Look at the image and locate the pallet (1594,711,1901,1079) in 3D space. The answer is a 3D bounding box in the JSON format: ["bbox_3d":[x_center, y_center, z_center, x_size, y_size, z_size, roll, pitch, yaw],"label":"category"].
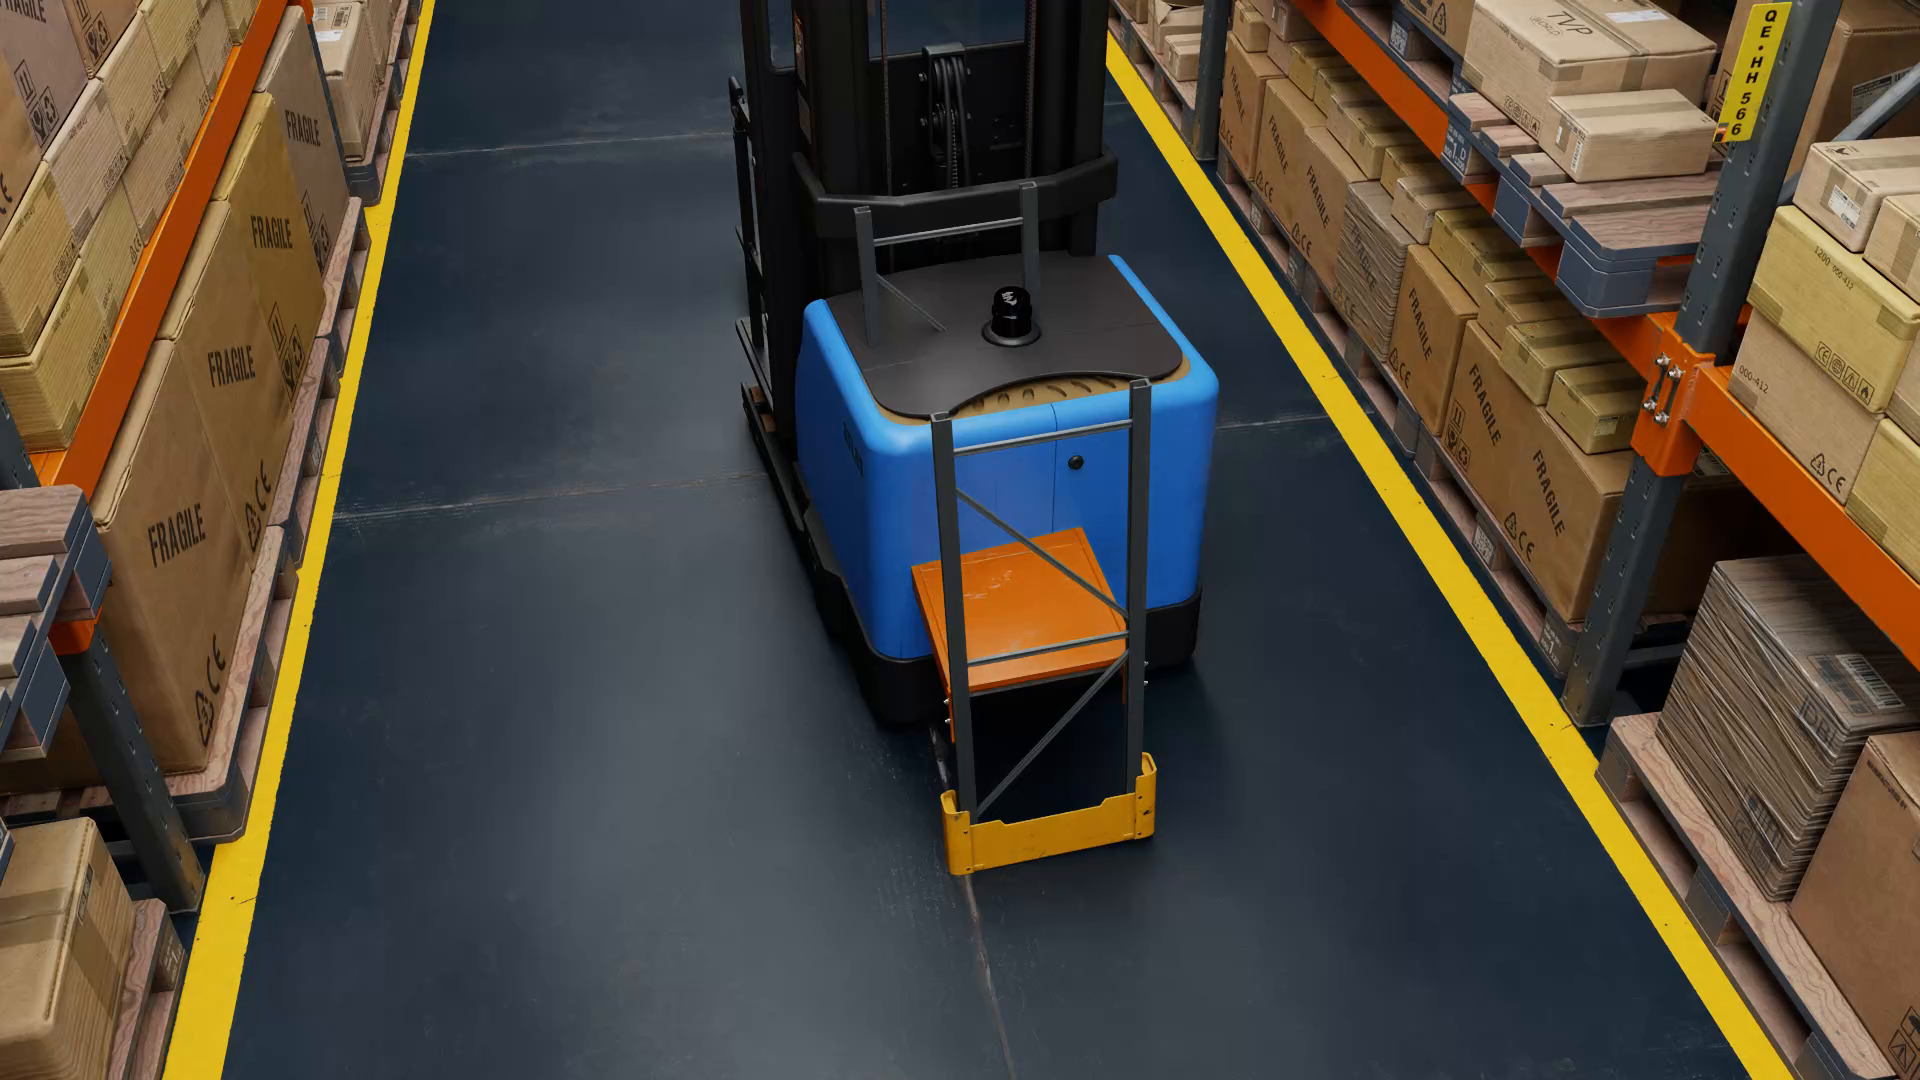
[{"bbox_3d":[2.448,0.901,4.418,1.003,0.211,1.213,-6,38,-8],"label":"pallet"}]

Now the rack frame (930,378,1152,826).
[{"bbox_3d":[0.219,0.275,4.153,0.500,1.500,0.032,-10,39,-8],"label":"rack frame"}]

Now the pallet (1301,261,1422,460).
[{"bbox_3d":[2.037,-0.790,6.595,1.003,0.211,1.213,-6,38,-8],"label":"pallet"}]

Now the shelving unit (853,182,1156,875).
[{"bbox_3d":[0.107,-0.036,4.551,0.587,1.500,1.083,-10,39,-8],"label":"shelving unit"}]

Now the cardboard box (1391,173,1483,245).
[{"bbox_3d":[1.801,-1.211,6.030,0.380,0.149,0.250,-8,39,-10],"label":"cardboard box"}]

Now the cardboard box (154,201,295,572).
[{"bbox_3d":[-2.736,-0.457,5.283,0.875,0.875,0.875,-6,38,-7],"label":"cardboard box"}]

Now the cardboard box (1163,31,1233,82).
[{"bbox_3d":[1.254,-2.462,8.456,0.380,0.149,0.250,-7,38,-9],"label":"cardboard box"}]

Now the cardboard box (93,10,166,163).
[{"bbox_3d":[-2.555,-1.251,4.630,0.500,0.250,0.500,-6,38,-8],"label":"cardboard box"}]

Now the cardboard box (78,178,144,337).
[{"bbox_3d":[-2.490,-0.737,4.376,0.500,0.250,0.500,-7,38,-9],"label":"cardboard box"}]

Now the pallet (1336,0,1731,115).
[{"bbox_3d":[1.996,-1.800,5.778,1.003,0.211,1.213,-6,38,-8],"label":"pallet"}]

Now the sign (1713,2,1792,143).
[{"bbox_3d":[1.809,-1.063,3.794,0.100,0.325,0.005,-6,38,-8],"label":"sign"}]

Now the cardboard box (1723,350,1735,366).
[{"bbox_3d":[2.557,-0.485,5.095,0.380,0.149,0.250,-4,38,-6],"label":"cardboard box"}]

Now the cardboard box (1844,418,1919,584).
[{"bbox_3d":[2.262,-0.043,3.483,0.500,0.250,0.500,-7,38,-9],"label":"cardboard box"}]

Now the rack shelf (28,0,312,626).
[{"bbox_3d":[-2.895,-1.089,5.293,1.077,0.370,4.000,-6,38,-8],"label":"rack shelf"}]

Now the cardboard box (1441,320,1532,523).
[{"bbox_3d":[1.978,-0.416,5.535,0.500,0.500,0.500,-7,38,-9],"label":"cardboard box"}]

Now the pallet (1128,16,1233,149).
[{"bbox_3d":[1.521,-2.431,8.707,1.003,0.211,1.213,-6,38,-8],"label":"pallet"}]

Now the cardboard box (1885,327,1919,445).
[{"bbox_3d":[2.266,-0.243,3.332,0.500,0.250,0.500,-5,38,-7],"label":"cardboard box"}]

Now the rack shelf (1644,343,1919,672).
[{"bbox_3d":[2.692,0.791,2.874,1.077,0.370,4.000,-6,38,-8],"label":"rack shelf"}]

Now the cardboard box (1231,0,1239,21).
[{"bbox_3d":[1.681,-2.844,8.947,0.380,0.149,0.250,-7,38,-9],"label":"cardboard box"}]

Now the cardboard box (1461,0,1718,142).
[{"bbox_3d":[1.838,-1.410,4.900,0.500,0.250,0.500,-8,39,-10],"label":"cardboard box"}]

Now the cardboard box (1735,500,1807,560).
[{"bbox_3d":[2.544,-0.165,5.212,0.500,0.500,0.500,-5,38,-6],"label":"cardboard box"}]

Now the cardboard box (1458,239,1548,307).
[{"bbox_3d":[1.923,-0.897,5.626,0.380,0.149,0.250,-5,38,-7],"label":"cardboard box"}]

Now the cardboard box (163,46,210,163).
[{"bbox_3d":[-2.666,-1.352,5.168,0.500,0.250,0.500,-6,38,-8],"label":"cardboard box"}]

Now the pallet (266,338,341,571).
[{"bbox_3d":[-2.819,-0.284,5.943,1.003,0.211,1.213,-6,38,-8],"label":"pallet"}]

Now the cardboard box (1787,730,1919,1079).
[{"bbox_3d":[2.560,0.843,3.814,0.875,0.625,0.625,-5,38,-6],"label":"cardboard box"}]

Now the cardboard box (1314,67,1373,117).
[{"bbox_3d":[1.684,-1.830,6.827,0.380,0.149,0.250,-7,38,-9],"label":"cardboard box"}]

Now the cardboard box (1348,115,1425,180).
[{"bbox_3d":[1.732,-1.525,6.434,0.380,0.149,0.250,-5,38,-6],"label":"cardboard box"}]

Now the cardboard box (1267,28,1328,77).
[{"bbox_3d":[1.566,-2.148,7.236,0.380,0.149,0.250,-7,38,-9],"label":"cardboard box"}]

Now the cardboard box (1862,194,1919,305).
[{"bbox_3d":[2.156,-0.612,3.482,0.380,0.149,0.250,-5,38,-7],"label":"cardboard box"}]

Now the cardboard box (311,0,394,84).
[{"bbox_3d":[-3.408,-2.667,8.484,0.875,0.438,0.875,-7,38,-9],"label":"cardboard box"}]

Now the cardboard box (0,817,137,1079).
[{"bbox_3d":[-2.455,1.049,3.754,0.950,0.372,0.625,-9,39,-11],"label":"cardboard box"}]

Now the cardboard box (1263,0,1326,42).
[{"bbox_3d":[1.534,-2.273,7.154,0.380,0.149,0.250,-8,39,-10],"label":"cardboard box"}]

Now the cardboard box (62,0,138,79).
[{"bbox_3d":[-2.562,-1.536,4.386,0.500,0.500,0.500,-5,38,-7],"label":"cardboard box"}]

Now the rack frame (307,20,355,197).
[{"bbox_3d":[-3.246,-2.581,6.627,1.000,3.000,0.127,-6,38,-8],"label":"rack frame"}]

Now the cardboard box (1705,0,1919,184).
[{"bbox_3d":[2.405,-1.234,4.470,0.500,0.500,0.500,-5,38,-6],"label":"cardboard box"}]

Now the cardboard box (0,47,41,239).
[{"bbox_3d":[-2.390,-0.924,3.598,0.500,0.500,0.500,-7,38,-9],"label":"cardboard box"}]

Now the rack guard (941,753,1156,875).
[{"bbox_3d":[0.246,0.751,4.557,0.587,0.250,0.087,-10,39,-8],"label":"rack guard"}]

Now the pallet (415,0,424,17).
[{"bbox_3d":[-3.730,-3.421,9.982,1.003,0.211,1.213,-6,38,-8],"label":"pallet"}]

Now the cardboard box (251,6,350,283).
[{"bbox_3d":[-3.058,-1.542,6.680,0.875,0.875,0.875,-5,38,-7],"label":"cardboard box"}]

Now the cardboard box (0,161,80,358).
[{"bbox_3d":[-2.390,-0.636,3.838,0.500,0.250,0.500,-6,38,-8],"label":"cardboard box"}]

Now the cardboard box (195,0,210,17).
[{"bbox_3d":[-2.737,-1.866,5.422,0.500,0.250,0.500,-5,38,-7],"label":"cardboard box"}]

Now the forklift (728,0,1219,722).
[{"bbox_3d":[-0.187,-1.526,5.325,1.130,2.935,3.031,-11,39,-14],"label":"forklift"}]

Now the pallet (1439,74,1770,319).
[{"bbox_3d":[2.154,-1.027,4.784,1.213,0.211,1.003,-6,38,-8],"label":"pallet"}]

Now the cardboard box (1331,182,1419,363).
[{"bbox_3d":[1.775,-1.043,6.343,0.500,0.500,0.500,-8,38,-10],"label":"cardboard box"}]

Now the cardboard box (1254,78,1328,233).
[{"bbox_3d":[1.607,-1.659,7.136,0.500,0.500,0.500,-7,38,-9],"label":"cardboard box"}]

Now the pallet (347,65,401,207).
[{"bbox_3d":[-3.302,-1.948,8.085,1.003,0.211,1.213,-6,38,-8],"label":"pallet"}]

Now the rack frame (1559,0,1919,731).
[{"bbox_3d":[2.342,-0.701,4.208,1.000,3.000,0.127,-6,38,-8],"label":"rack frame"}]

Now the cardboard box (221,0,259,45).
[{"bbox_3d":[-2.831,-1.970,5.964,0.500,0.250,0.500,-7,38,-9],"label":"cardboard box"}]

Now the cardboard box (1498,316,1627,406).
[{"bbox_3d":[1.927,-0.569,5.204,0.380,0.149,0.250,-8,39,-10],"label":"cardboard box"}]
